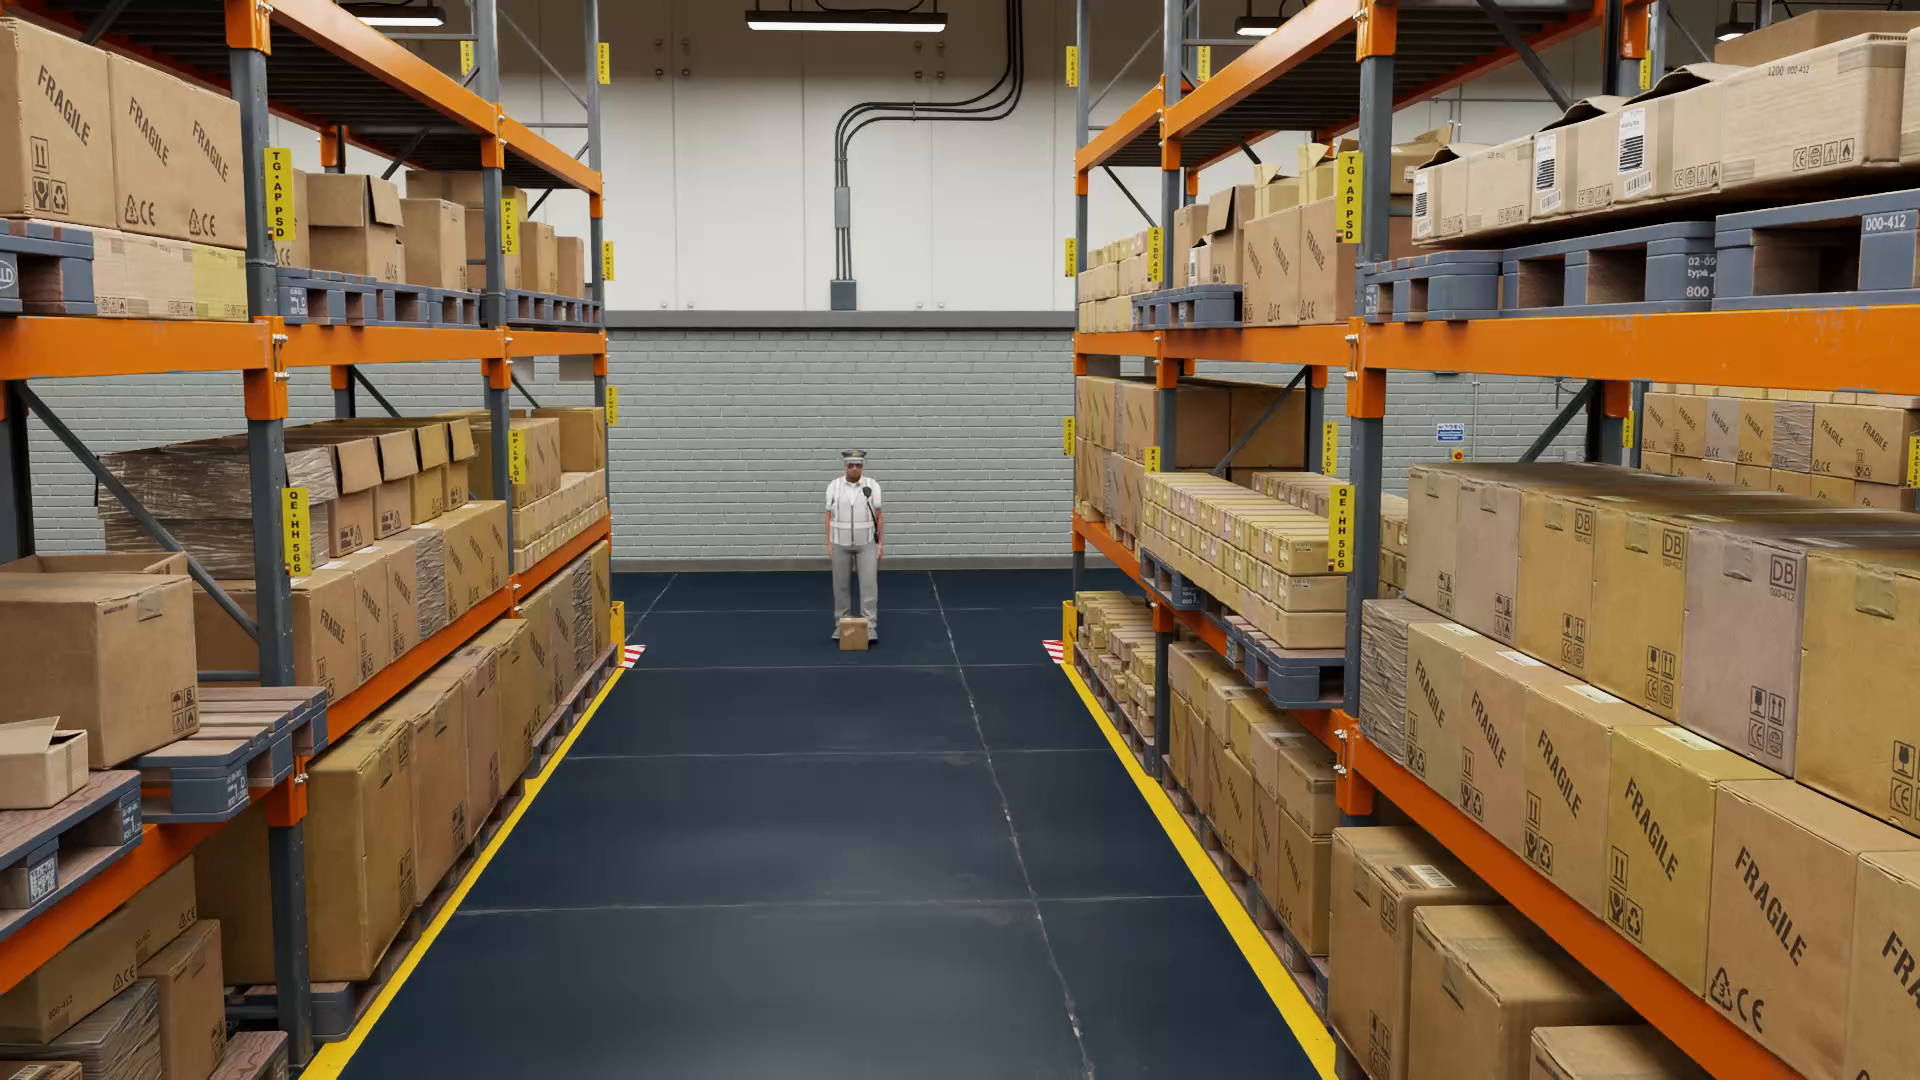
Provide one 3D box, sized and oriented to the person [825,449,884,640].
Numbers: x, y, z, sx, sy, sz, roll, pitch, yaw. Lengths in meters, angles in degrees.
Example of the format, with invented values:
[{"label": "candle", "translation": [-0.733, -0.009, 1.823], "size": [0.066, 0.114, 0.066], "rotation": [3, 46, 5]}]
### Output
[{"label": "person", "translation": [-0.973, 0.041, 15.321], "size": [0.540, 1.759, 0.484], "rotation": [0, 7, -3]}]
